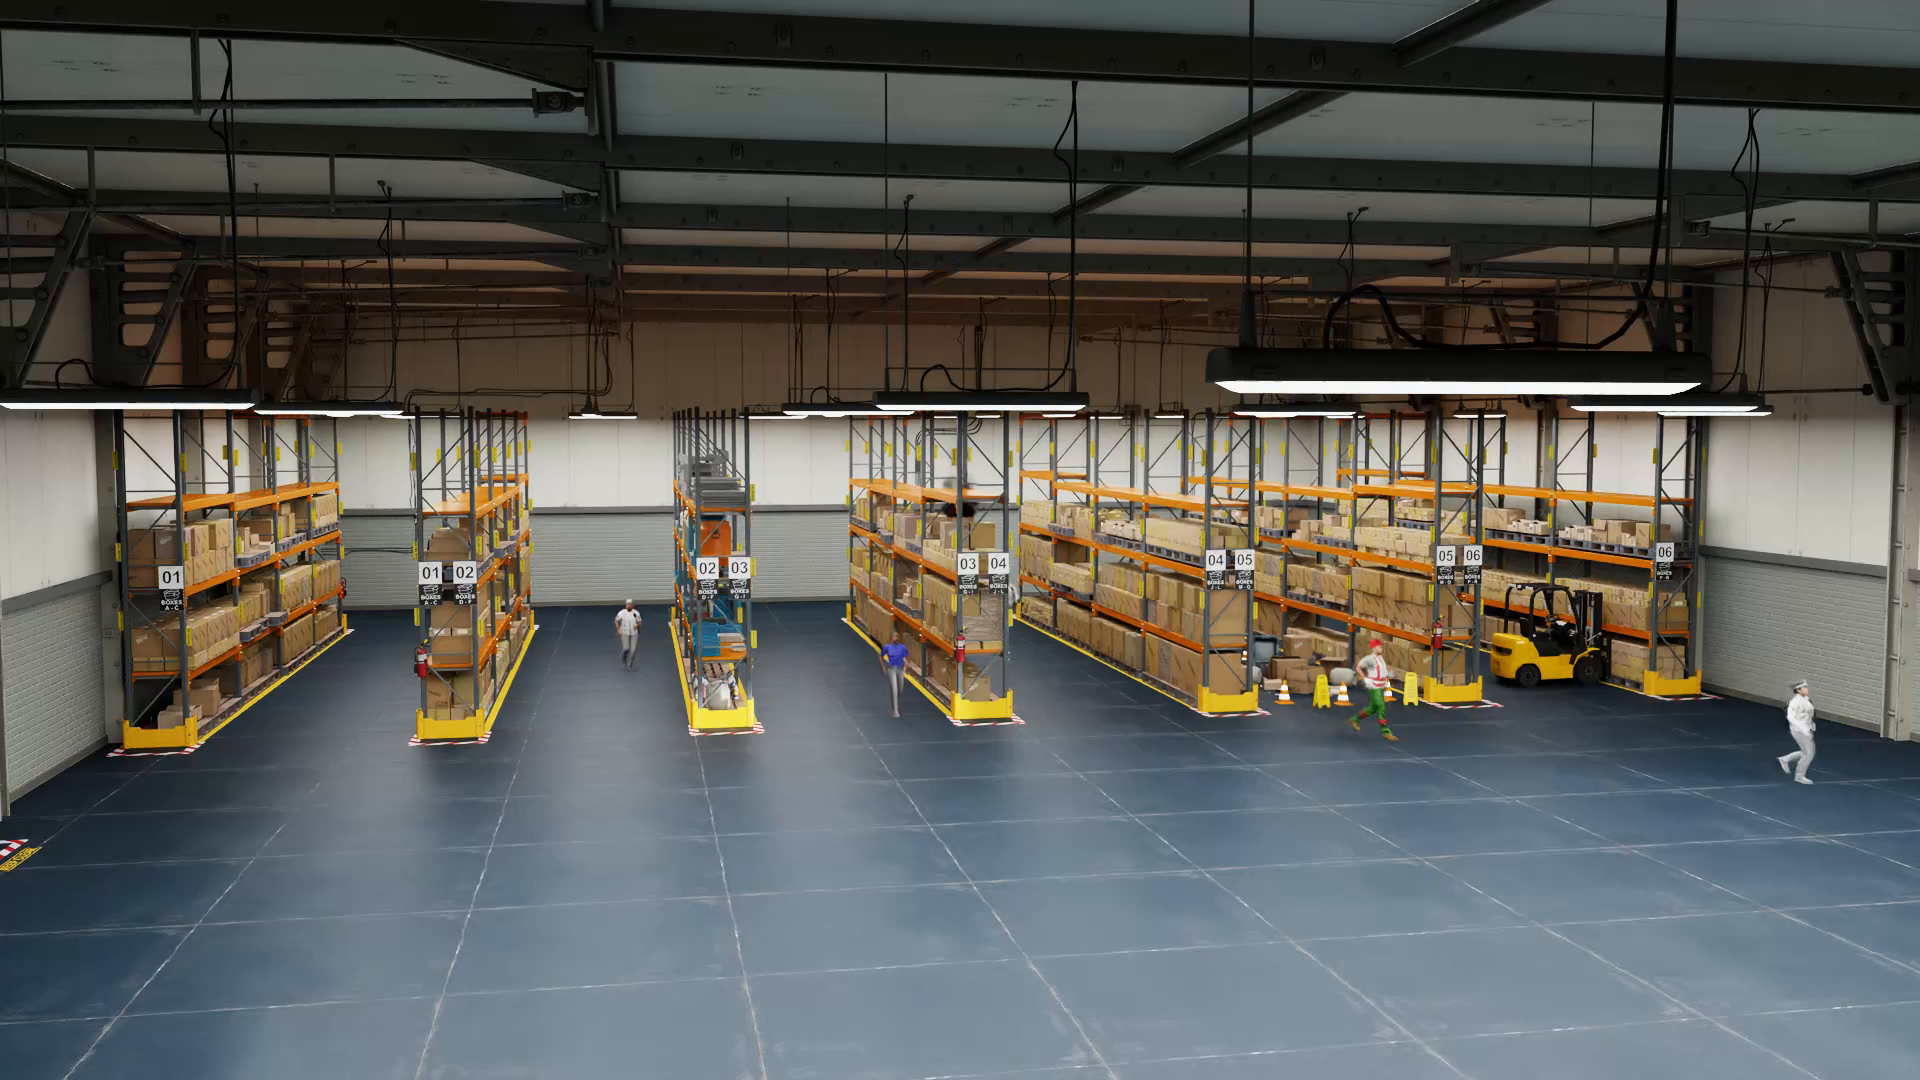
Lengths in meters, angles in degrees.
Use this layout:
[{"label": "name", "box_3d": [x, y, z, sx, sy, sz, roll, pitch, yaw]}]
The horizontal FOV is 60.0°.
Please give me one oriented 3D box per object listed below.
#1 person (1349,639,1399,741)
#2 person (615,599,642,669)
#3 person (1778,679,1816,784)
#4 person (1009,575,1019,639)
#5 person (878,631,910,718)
[{"label": "person", "box_3d": [7.477, 2.684, 29.994, 0.993, 1.796, 0.654, 3, 5, 35]}, {"label": "person", "box_3d": [-7.613, 2.182, 38.293, 0.592, 1.629, 0.583, -2, 4, -20]}, {"label": "person", "box_3d": [13.318, 3.026, 26.432, 0.518, 1.666, 0.616, 4, 6, 44]}, {"label": "person", "box_3d": [1.264, 1.712, 44.224, 0.618, 1.601, 0.789, 0, 4, -7]}, {"label": "person", "box_3d": [-1.282, 2.600, 32.513, 0.598, 1.658, 0.793, -1, 4, -15]}]
